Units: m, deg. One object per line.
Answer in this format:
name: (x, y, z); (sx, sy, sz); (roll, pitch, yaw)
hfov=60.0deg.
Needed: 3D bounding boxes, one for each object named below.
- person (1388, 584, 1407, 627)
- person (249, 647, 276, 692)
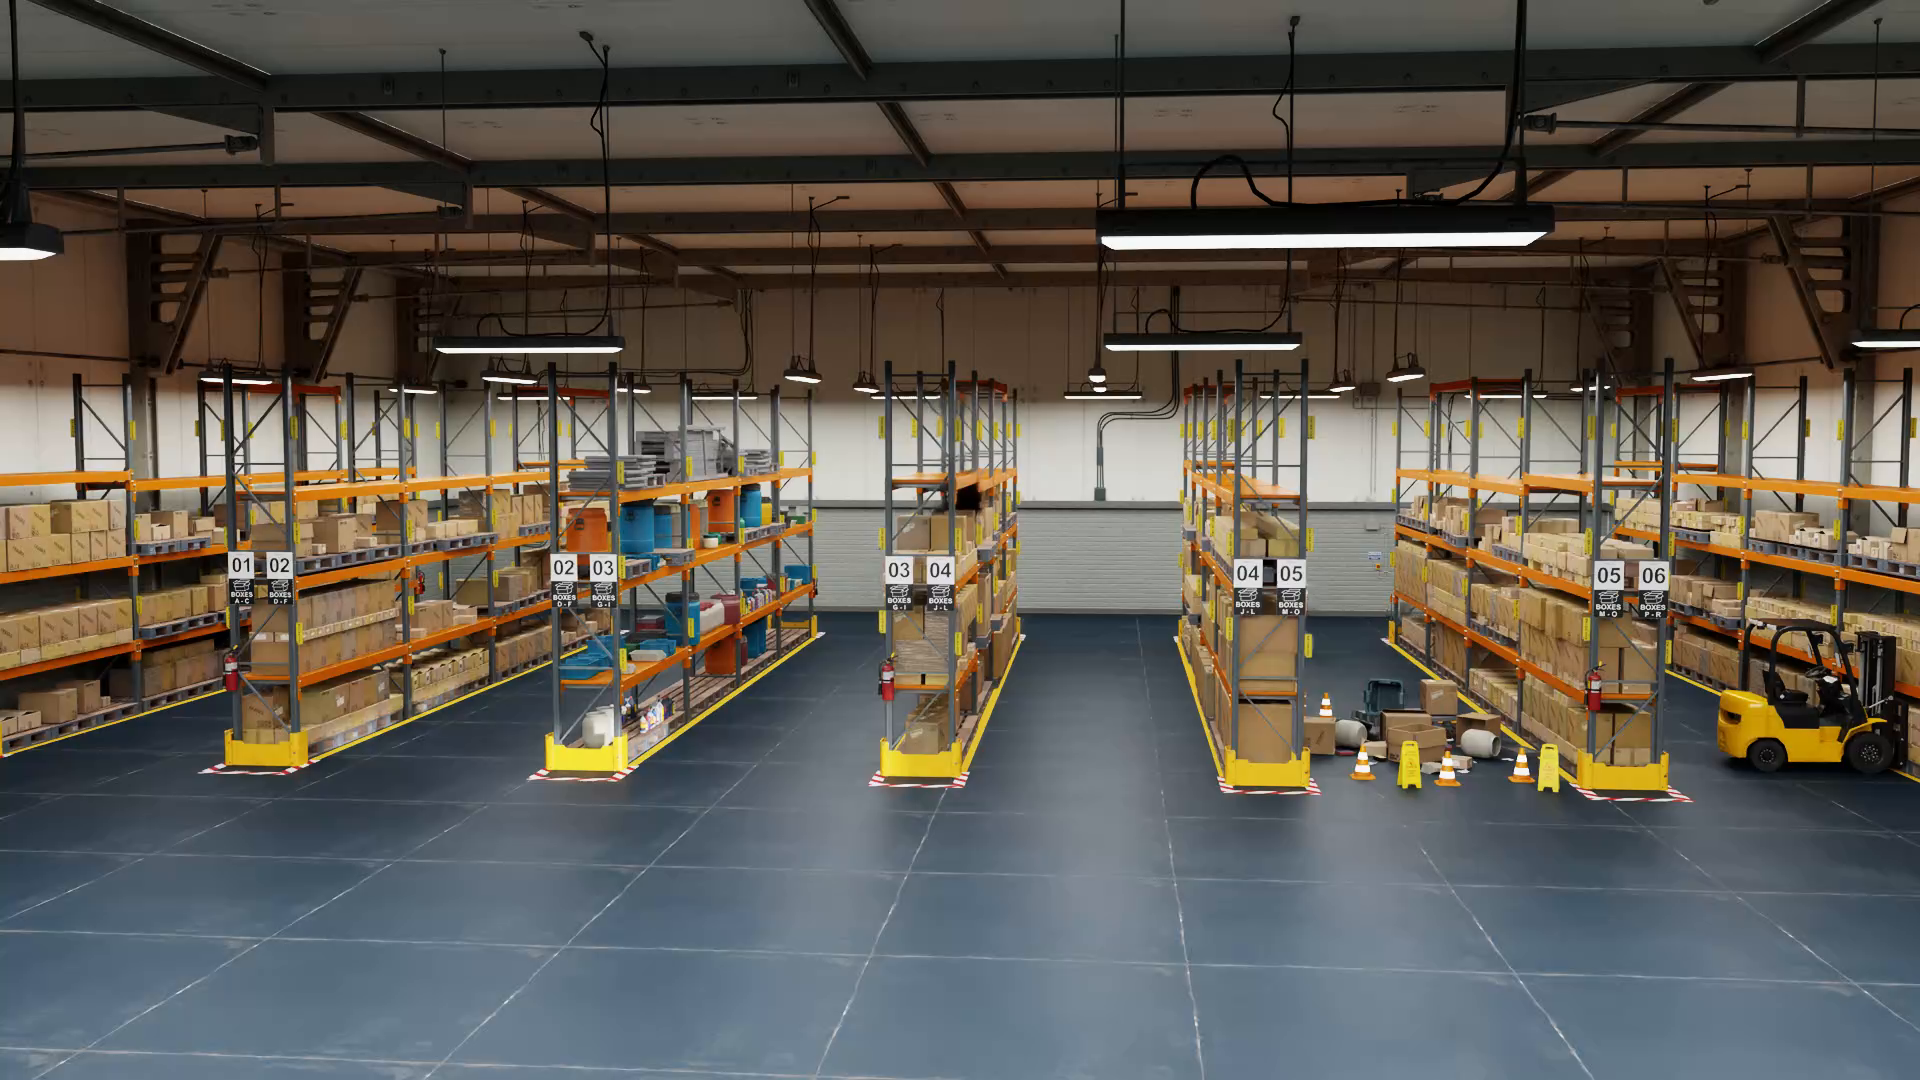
person: (10.694, 1.482, 40.462); (0.580, 1.717, 0.691); (0, 4, -7)
person: (-12.045, 2.263, 28.837); (0.556, 1.675, 0.901); (-1, 4, -12)
